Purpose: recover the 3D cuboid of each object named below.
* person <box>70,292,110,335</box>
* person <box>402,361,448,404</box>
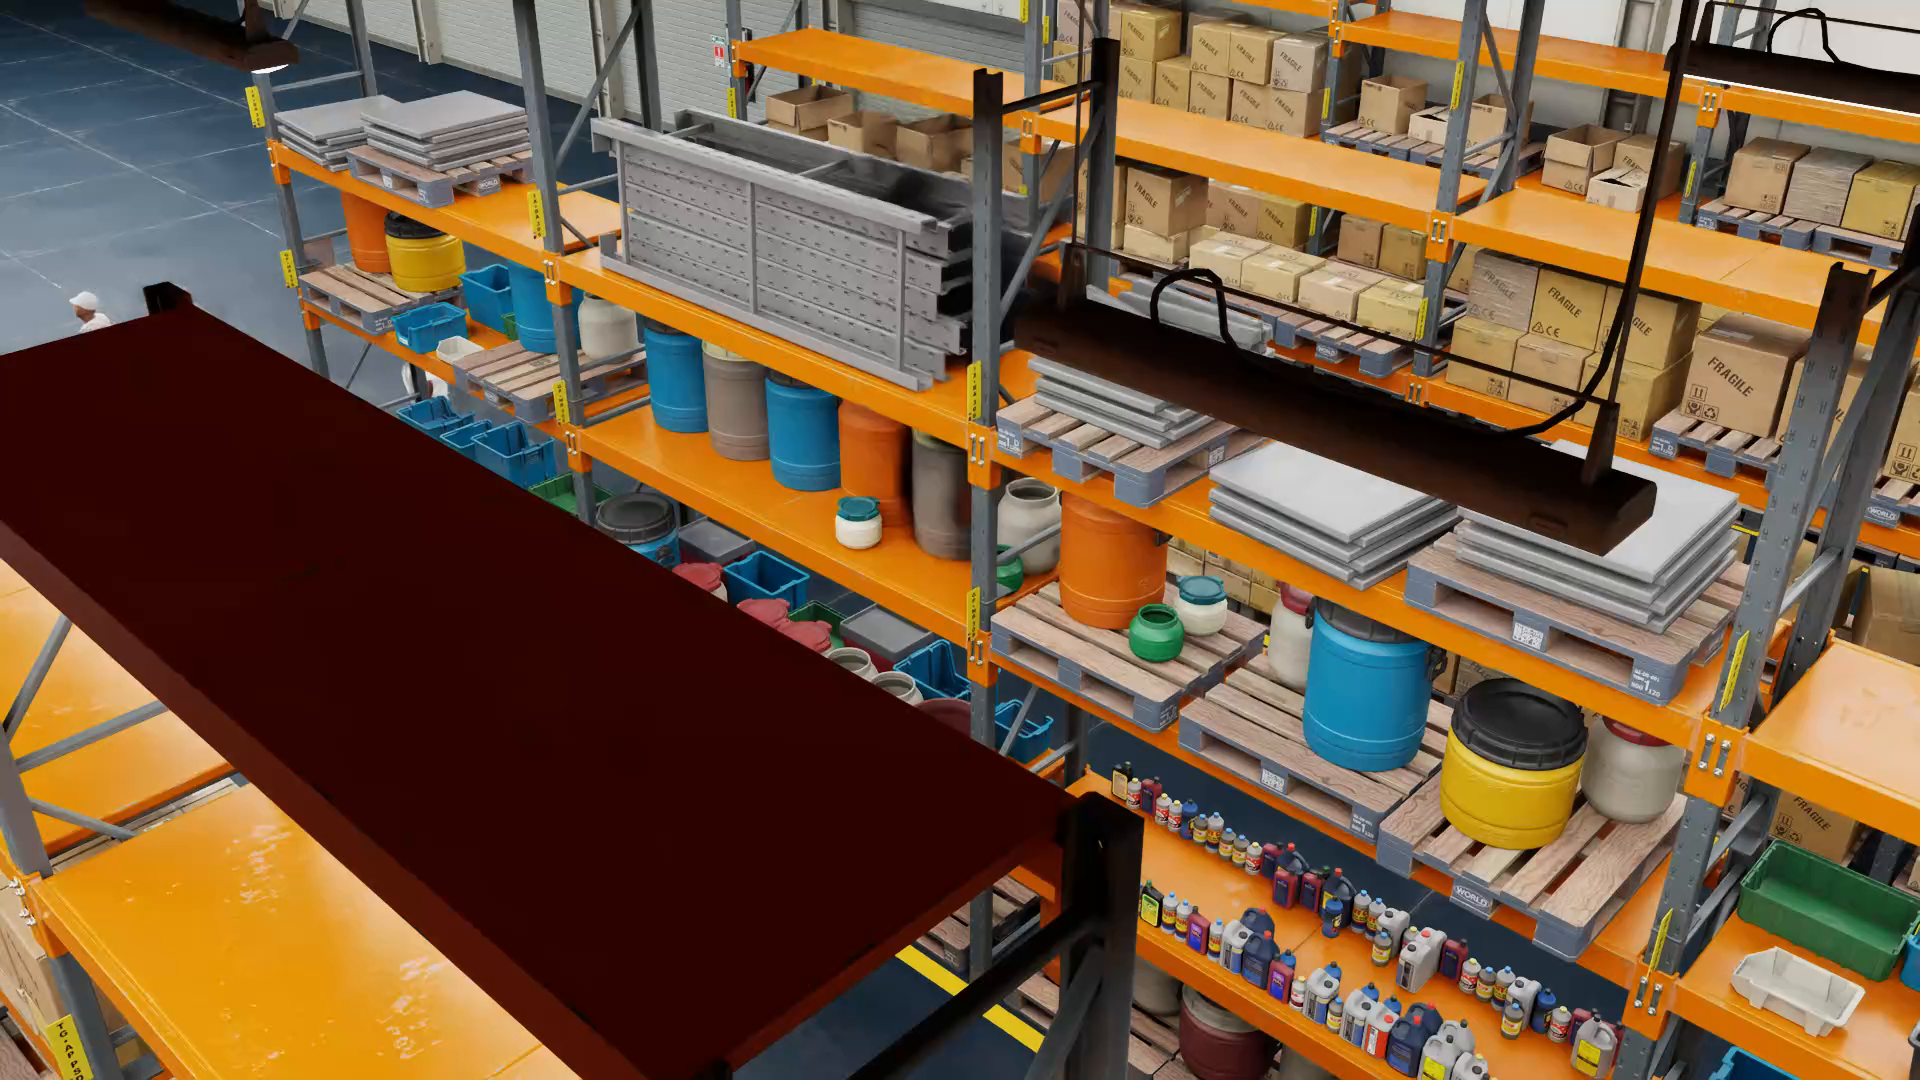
[{"bbox_3d":[-9.123,-1.771,17.600,0.654,1.752,0.695,-7,30,-13],"label":"person"},{"bbox_3d":[-5.441,-1.415,16.962,0.915,1.763,0.758,6,30,11],"label":"person"}]
